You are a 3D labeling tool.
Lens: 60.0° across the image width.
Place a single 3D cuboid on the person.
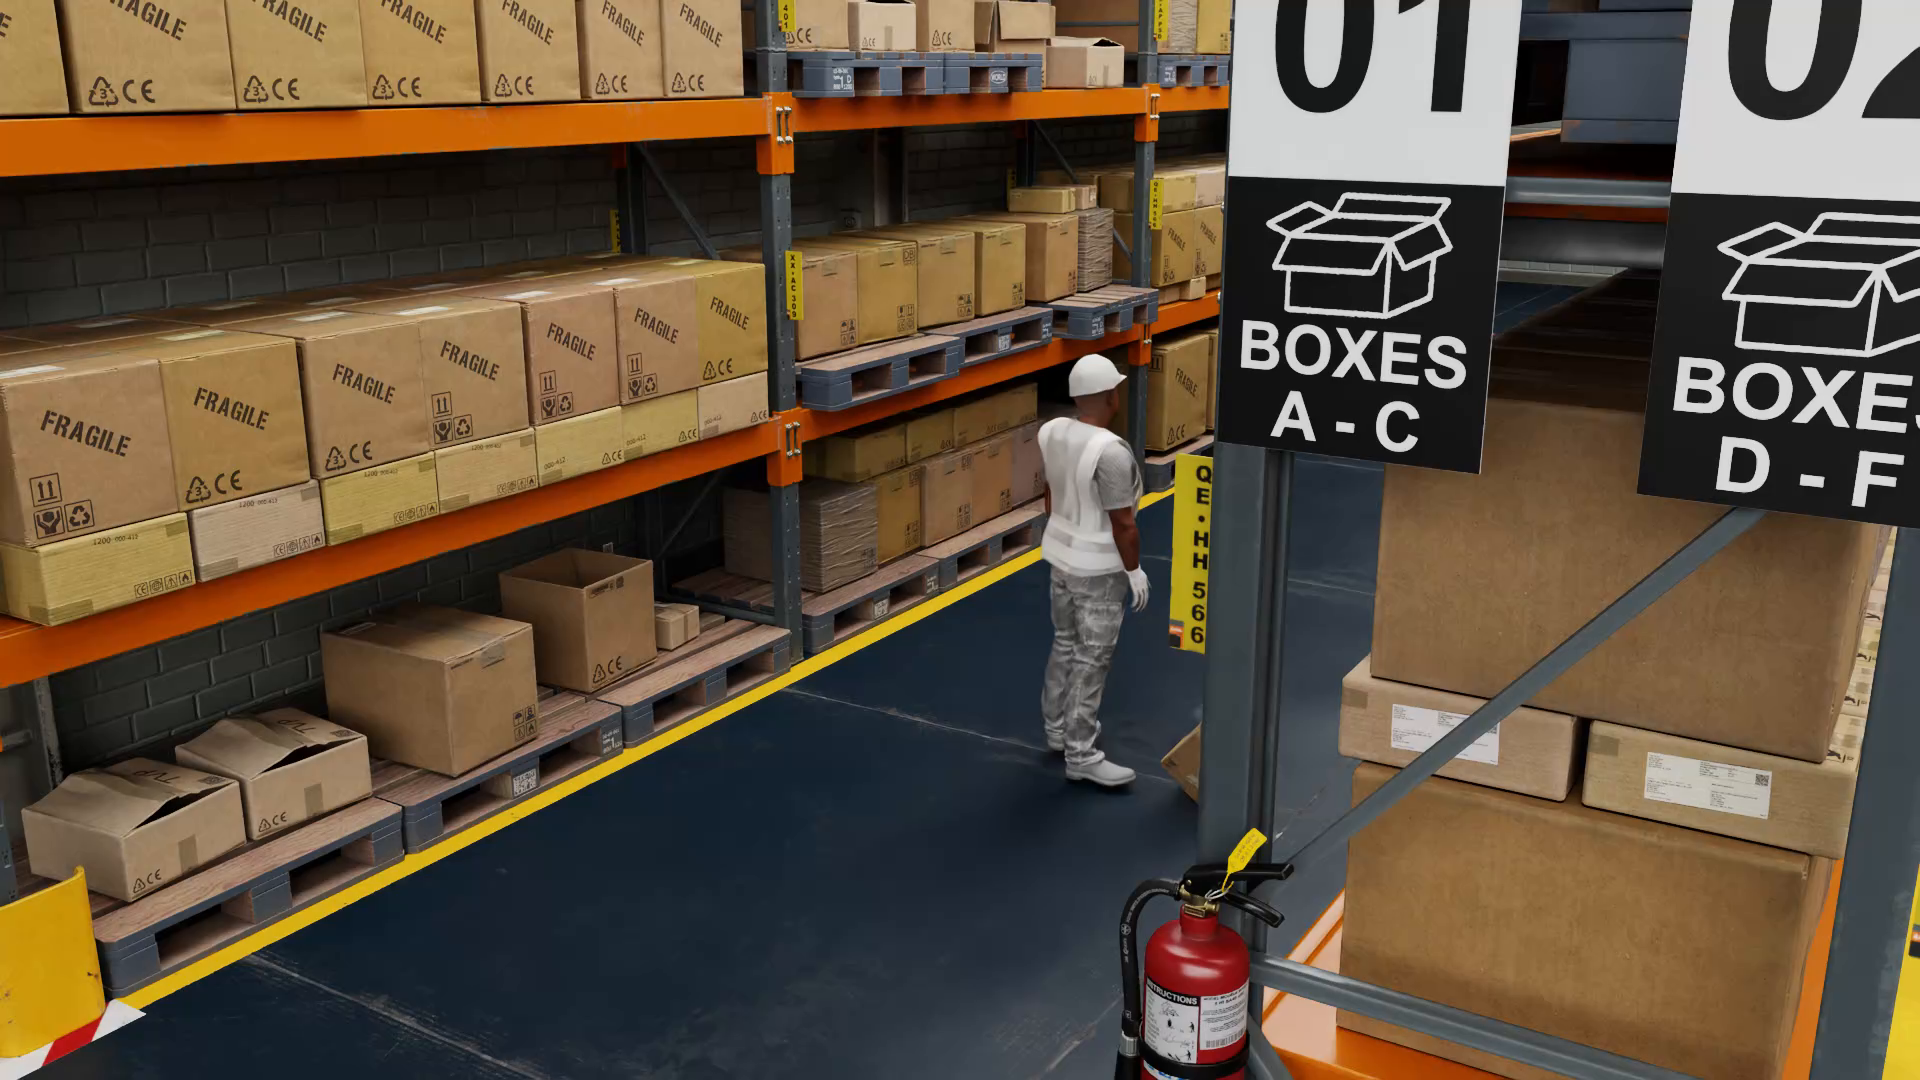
[{"bbox_3d":[0.552,0.099,7.039,0.398,1.788,0.663,-8,18,-26],"label":"person"}]
